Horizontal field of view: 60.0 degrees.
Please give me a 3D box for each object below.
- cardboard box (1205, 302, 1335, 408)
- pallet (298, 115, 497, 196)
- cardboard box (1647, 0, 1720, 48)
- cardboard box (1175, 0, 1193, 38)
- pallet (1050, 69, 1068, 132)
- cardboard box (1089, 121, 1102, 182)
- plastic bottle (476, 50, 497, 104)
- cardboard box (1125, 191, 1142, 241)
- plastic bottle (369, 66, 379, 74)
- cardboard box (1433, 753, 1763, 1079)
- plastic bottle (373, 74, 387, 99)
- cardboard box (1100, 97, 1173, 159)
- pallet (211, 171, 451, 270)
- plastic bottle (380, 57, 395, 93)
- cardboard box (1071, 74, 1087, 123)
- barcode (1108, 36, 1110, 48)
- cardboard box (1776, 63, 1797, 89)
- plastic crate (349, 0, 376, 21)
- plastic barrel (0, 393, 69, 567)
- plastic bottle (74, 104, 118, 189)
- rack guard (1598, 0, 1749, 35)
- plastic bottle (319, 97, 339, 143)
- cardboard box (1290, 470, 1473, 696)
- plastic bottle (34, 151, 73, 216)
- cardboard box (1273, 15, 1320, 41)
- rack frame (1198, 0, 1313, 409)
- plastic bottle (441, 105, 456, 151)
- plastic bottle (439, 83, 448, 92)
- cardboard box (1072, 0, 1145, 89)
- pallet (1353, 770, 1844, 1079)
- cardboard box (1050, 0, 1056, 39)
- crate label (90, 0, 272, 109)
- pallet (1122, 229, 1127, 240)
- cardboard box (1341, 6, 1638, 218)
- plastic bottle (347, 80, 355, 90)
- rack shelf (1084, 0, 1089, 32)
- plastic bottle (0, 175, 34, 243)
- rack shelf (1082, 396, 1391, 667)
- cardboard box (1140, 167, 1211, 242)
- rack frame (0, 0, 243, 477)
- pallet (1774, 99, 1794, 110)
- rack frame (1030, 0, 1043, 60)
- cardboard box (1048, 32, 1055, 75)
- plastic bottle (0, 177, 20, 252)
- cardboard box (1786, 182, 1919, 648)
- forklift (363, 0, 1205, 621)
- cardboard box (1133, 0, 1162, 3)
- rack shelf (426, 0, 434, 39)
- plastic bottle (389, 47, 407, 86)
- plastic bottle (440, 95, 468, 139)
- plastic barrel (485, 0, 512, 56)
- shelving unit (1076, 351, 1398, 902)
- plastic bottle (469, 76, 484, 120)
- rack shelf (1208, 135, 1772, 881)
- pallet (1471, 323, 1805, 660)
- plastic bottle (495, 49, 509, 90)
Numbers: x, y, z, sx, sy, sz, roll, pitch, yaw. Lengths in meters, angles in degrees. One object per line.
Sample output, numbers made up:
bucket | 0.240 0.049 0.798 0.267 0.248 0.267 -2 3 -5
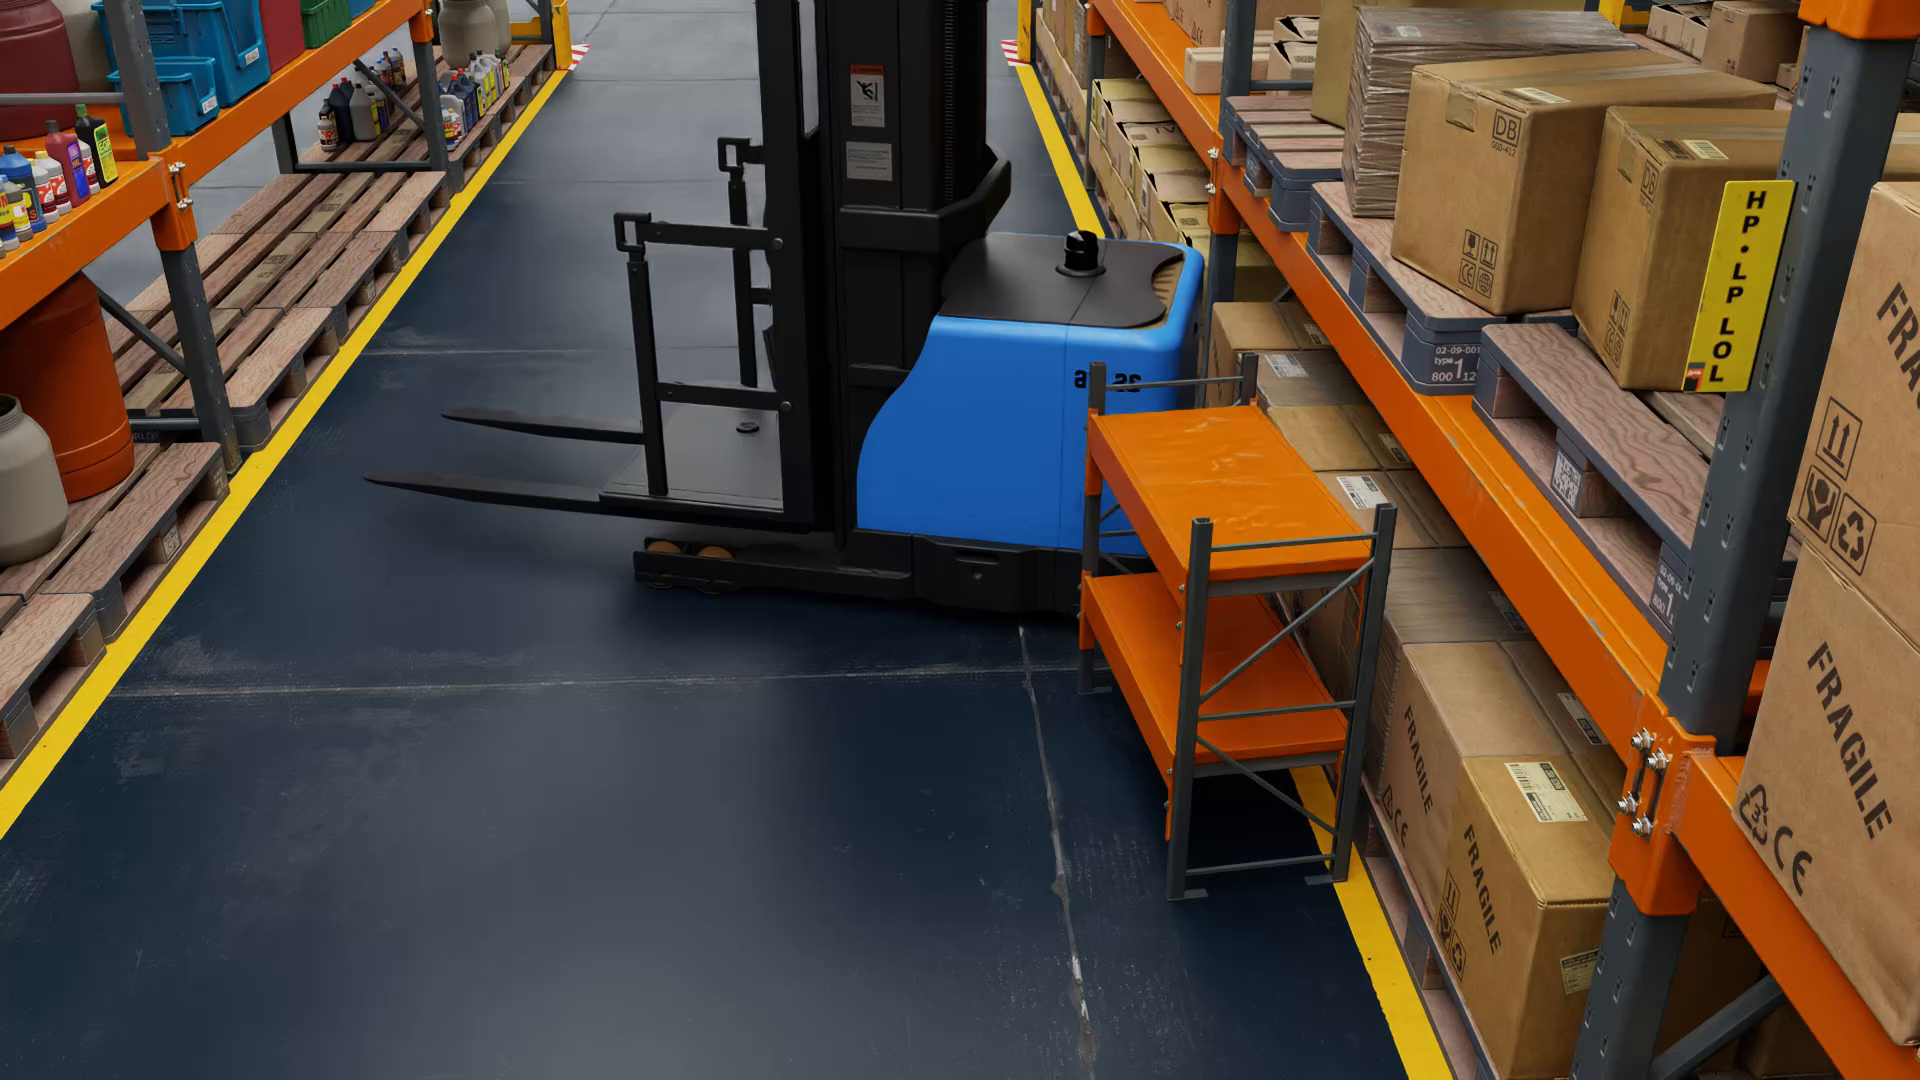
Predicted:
cardboard box | 1.236 -0.590 6.366 0.500 0.500 0.500 0 28 0
pallet | -3.652 -2.525 10.863 1.003 0.211 1.213 -1 28 -3
cardboard box | 5.972 -4.218 13.525 0.500 0.311 0.500 -4 28 -8
cardboard box | 1.366 -2.783 8.234 0.500 0.500 0.500 -1 28 -3
pallet | 1.222 -3.265 12.281 1.003 0.211 1.213 -1 28 -3
cardboard box | 1.062 -2.343 10.017 0.500 0.250 0.500 -2 28 -4
plastic bottle | -3.328 -3.223 11.574 0.144 0.351 0.185 0 28 -1
cardboard box | 1.143 -1.633 8.656 0.500 0.250 0.500 -1 28 -2
plastic bottle | -4.050 -3.140 11.501 0.097 0.271 0.097 0 28 0
cardboard box | 1.394 0.819 3.664 0.500 0.500 0.500 -2 28 -3
plastic bottle | -3.906 -2.983 11.188 0.061 0.283 0.133 -1 28 -3
cardboard box | 1.082 -2.356 9.435 0.500 0.311 0.500 -2 28 -3
pallet | -3.579 -1.852 9.573 1.003 0.211 1.213 -1 28 -3
plastic bottle | -4.066 -3.280 11.769 0.097 0.271 0.097 0 28 0
cardboard box | 1.030 -2.975 11.230 0.500 0.250 0.500 -1 28 -3
barcode | 0.886 -2.953 9.856 0.001 0.075 0.075 -1 28 -3
cardboard box | 6.172 -3.359 12.055 0.380 0.149 0.250 -4 28 -7
plastic crate | -3.290 -2.941 8.663 0.392 0.384 0.575 -1 28 -3
plastic barrel | -3.288 -0.202 5.630 0.421 0.512 0.421 0 28 0
plastic bottle | -3.002 -1.375 5.768 0.061 0.283 0.133 -1 28 -3
rack guard | 6.030 -4.393 14.133 1.175 0.500 0.348 -1 28 -3
plastic bottle | -4.013 -2.655 10.558 0.061 0.283 0.133 0 28 0
cardboard box | 1.322 0.124 4.996 0.500 0.500 0.500 -2 28 -4
plastic bottle | -3.003 -1.178 5.480 0.097 0.201 0.097 0 28 0
cardboard box | 1.644 -2.099 7.127 0.500 0.311 0.500 -2 28 -3
rack frame | 1.497 -1.721 6.306 1.000 3.000 0.127 -1 28 -3
plastic bottle | -3.237 -2.593 10.453 0.097 0.271 0.097 0 28 0
plastic bottle | -3.414 -2.882 11.007 0.097 0.271 0.097 0 28 0
cardboard box | 1.031 -3.308 11.056 0.500 0.500 0.500 -1 28 -3
pallet | 1.626 0.988 4.127 1.003 0.211 1.213 -1 28 -3
cardboard box | 0.952 -4.000 12.385 0.500 0.500 0.500 -1 28 -3
crate label | -3.231 -2.084 6.964 0.502 0.435 0.616 -1 28 -3
pallet | 1.432 -1.428 8.759 1.003 0.211 1.213 -1 28 -3
cardboard box | 1.500 -1.236 4.814 0.700 0.500 0.500 4 28 7
plastic bottle | -4.040 -2.894 11.017 0.061 0.283 0.133 0 28 1
rack shelf | 1.184 -4.173 11.785 1.077 0.370 4.000 -1 28 -3
plastic bottle | -2.987 -1.043 5.221 0.097 0.201 0.097 0 28 0
rack shelf | 0.710 -0.056 4.509 0.538 0.278 1.000 -5 28 -9
cardboard box | 1.167 -1.645 8.074 0.500 0.311 0.500 -2 28 -3
rack frame | -3.450 -1.603 6.080 1.000 3.000 0.127 -1 28 -3
pallet | 6.165 -2.762 11.318 1.003 0.211 1.213 -1 28 -3
rack frame | 1.079 -5.415 13.389 1.000 3.000 0.127 -1 28 -3
cardboard box | 0.941 -3.668 12.557 0.500 0.250 0.500 -1 28 -3
plastic bottle | -2.982 -1.029 5.119 0.097 0.271 0.097 0 28 0
cardboard box | 1.450 -0.137 2.079 0.500 0.500 0.500 -1 28 -1
forklift | -0.684 -1.338 5.646 3.031 2.935 1.130 6 28 11
cardboard box | 1.130 -3.042 9.111 0.380 0.149 0.250 -1 28 -3
rack shelf | -3.763 -4.055 11.559 1.077 0.370 4.000 -1 28 -3
plastic bottle | -4.084 -3.438 12.073 0.097 0.271 0.097 0 28 0
plastic bottle | -3.282 -2.744 10.737 0.152 0.276 0.135 0 28 -1
plastic barrel | -3.757 -4.078 13.062 0.421 0.512 0.421 0 28 0
shelving unit | 0.710 0.203 4.644 0.538 1.125 1.048 -5 28 -9
plastic bottle | -3.263 -2.988 11.197 0.061 0.283 0.133 0 28 0
rack shelf | 1.602 -0.478 4.701 1.077 0.370 4.000 -1 28 -3
pallet | 1.773 -0.160 3.521 1.003 0.211 1.213 -1 28 -3
plastic bottle | -3.309 -3.397 11.981 0.061 0.283 0.133 -1 28 -1
